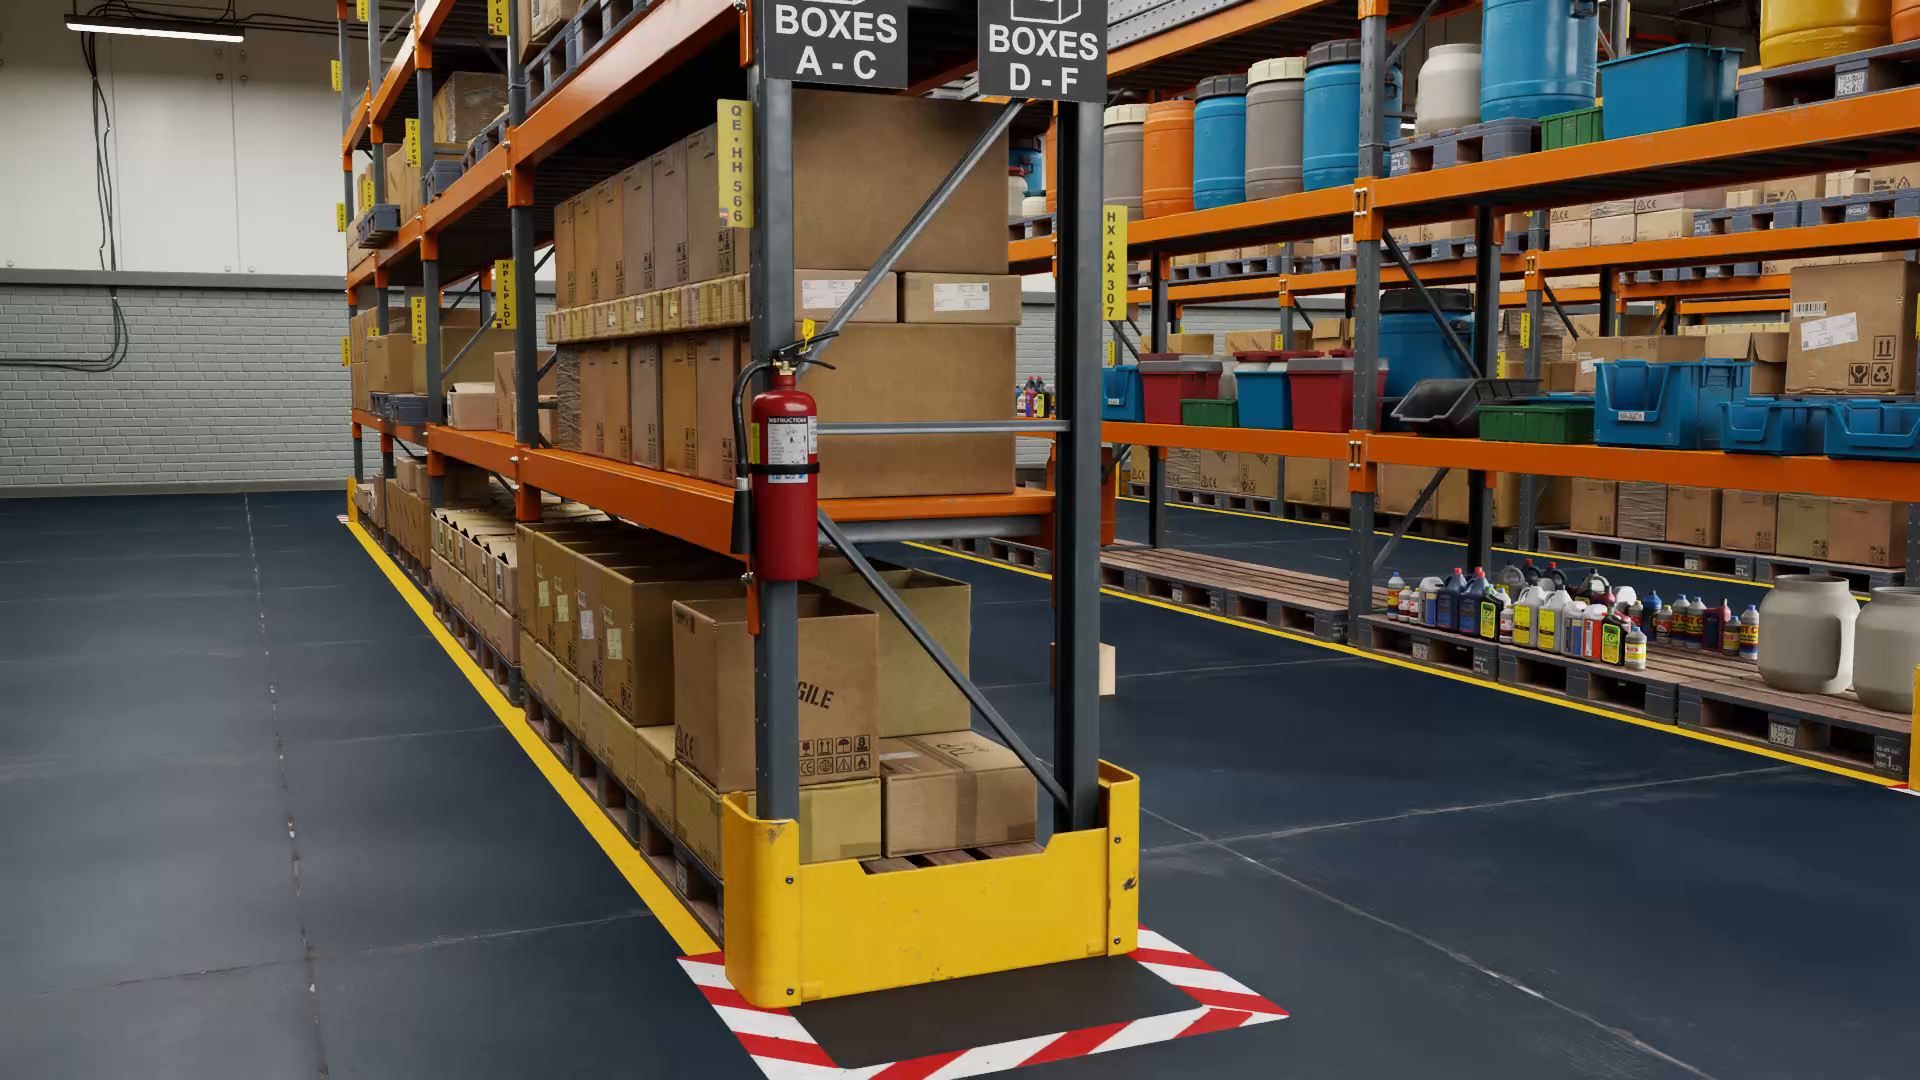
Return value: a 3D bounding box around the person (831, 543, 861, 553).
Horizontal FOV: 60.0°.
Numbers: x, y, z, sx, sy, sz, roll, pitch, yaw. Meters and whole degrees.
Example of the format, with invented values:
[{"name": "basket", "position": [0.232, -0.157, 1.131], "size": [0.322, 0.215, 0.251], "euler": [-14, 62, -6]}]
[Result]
[{"name": "person", "position": [-0.797, -0.263, 11.158], "size": [0.414, 1.600, 0.402], "euler": [-4, 7, -32]}]
